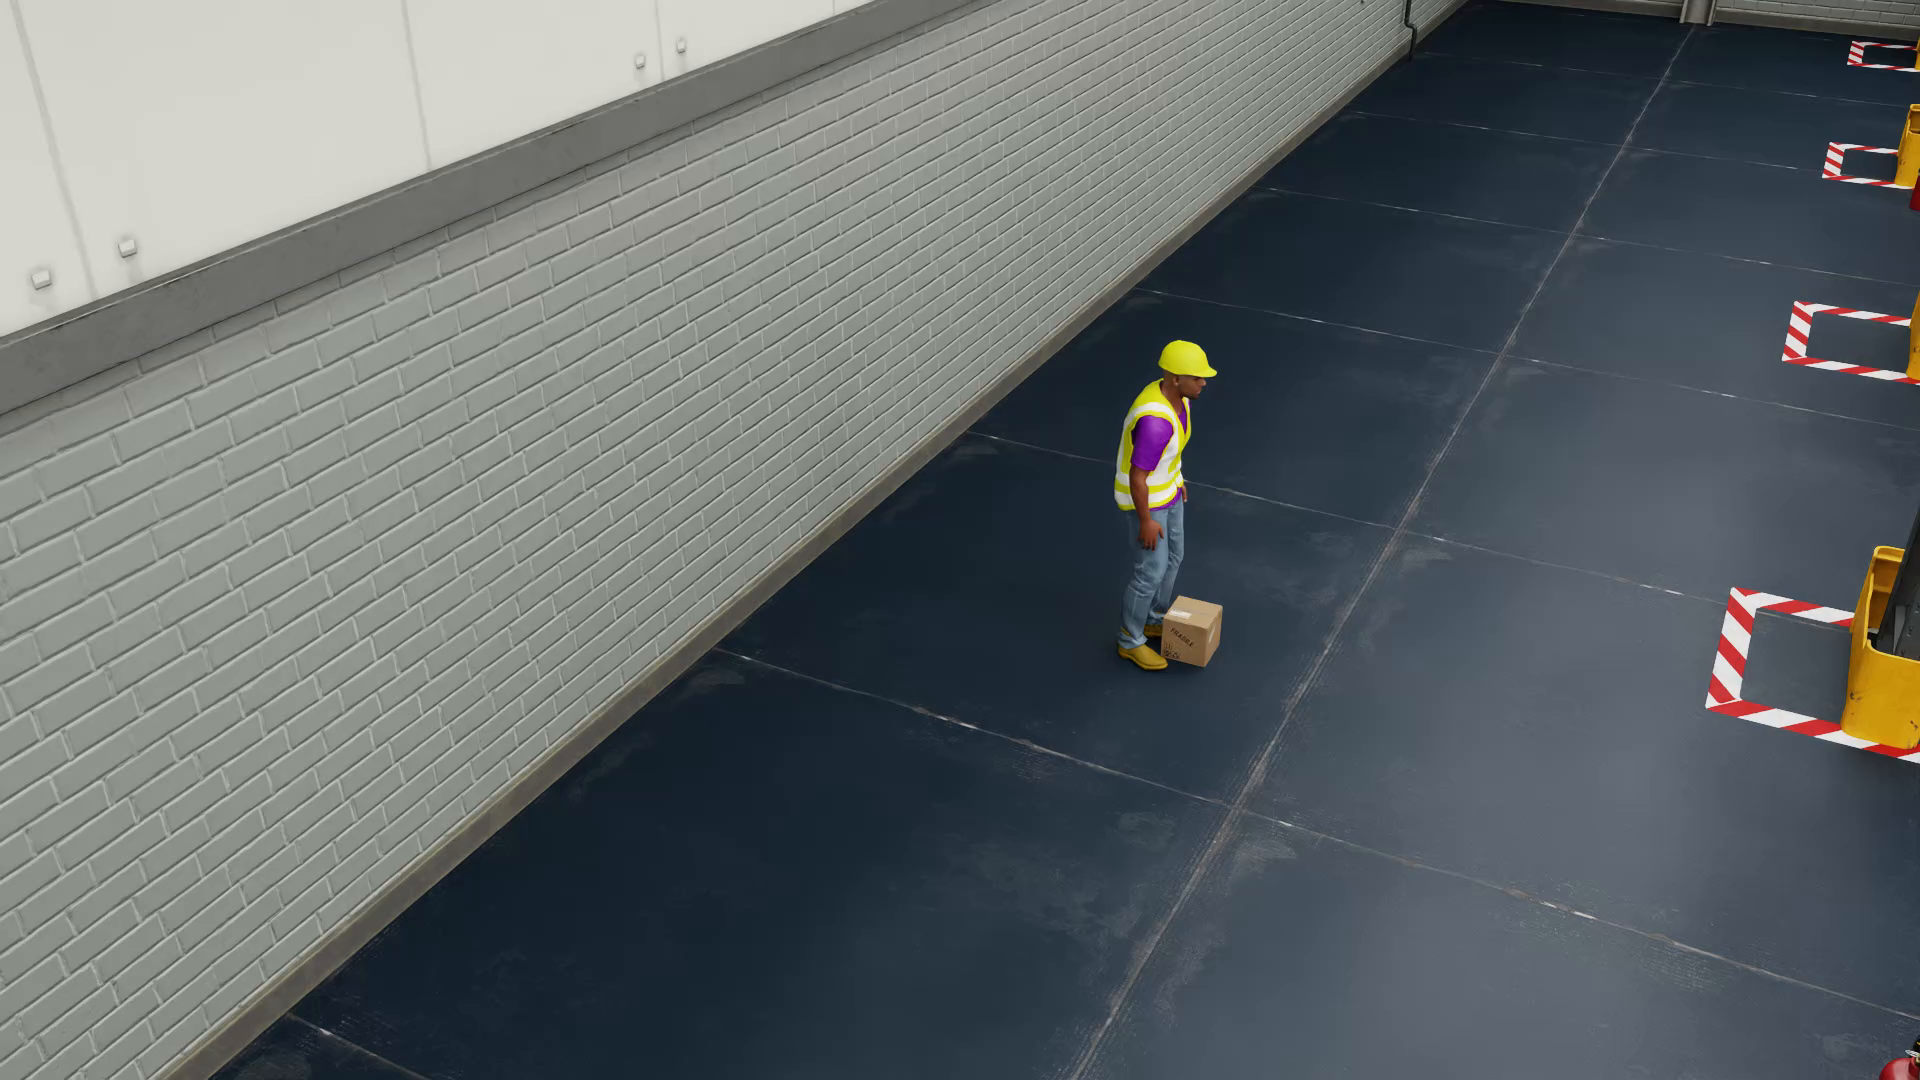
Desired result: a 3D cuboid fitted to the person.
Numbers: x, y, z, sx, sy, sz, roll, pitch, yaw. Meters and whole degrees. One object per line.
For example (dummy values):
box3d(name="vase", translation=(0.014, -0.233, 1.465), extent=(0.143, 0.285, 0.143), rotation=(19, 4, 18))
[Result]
box3d(name="person", translation=(1.044, -0.215, 8.648), extent=(0.459, 1.760, 0.634), rotation=(12, 32, 20))
